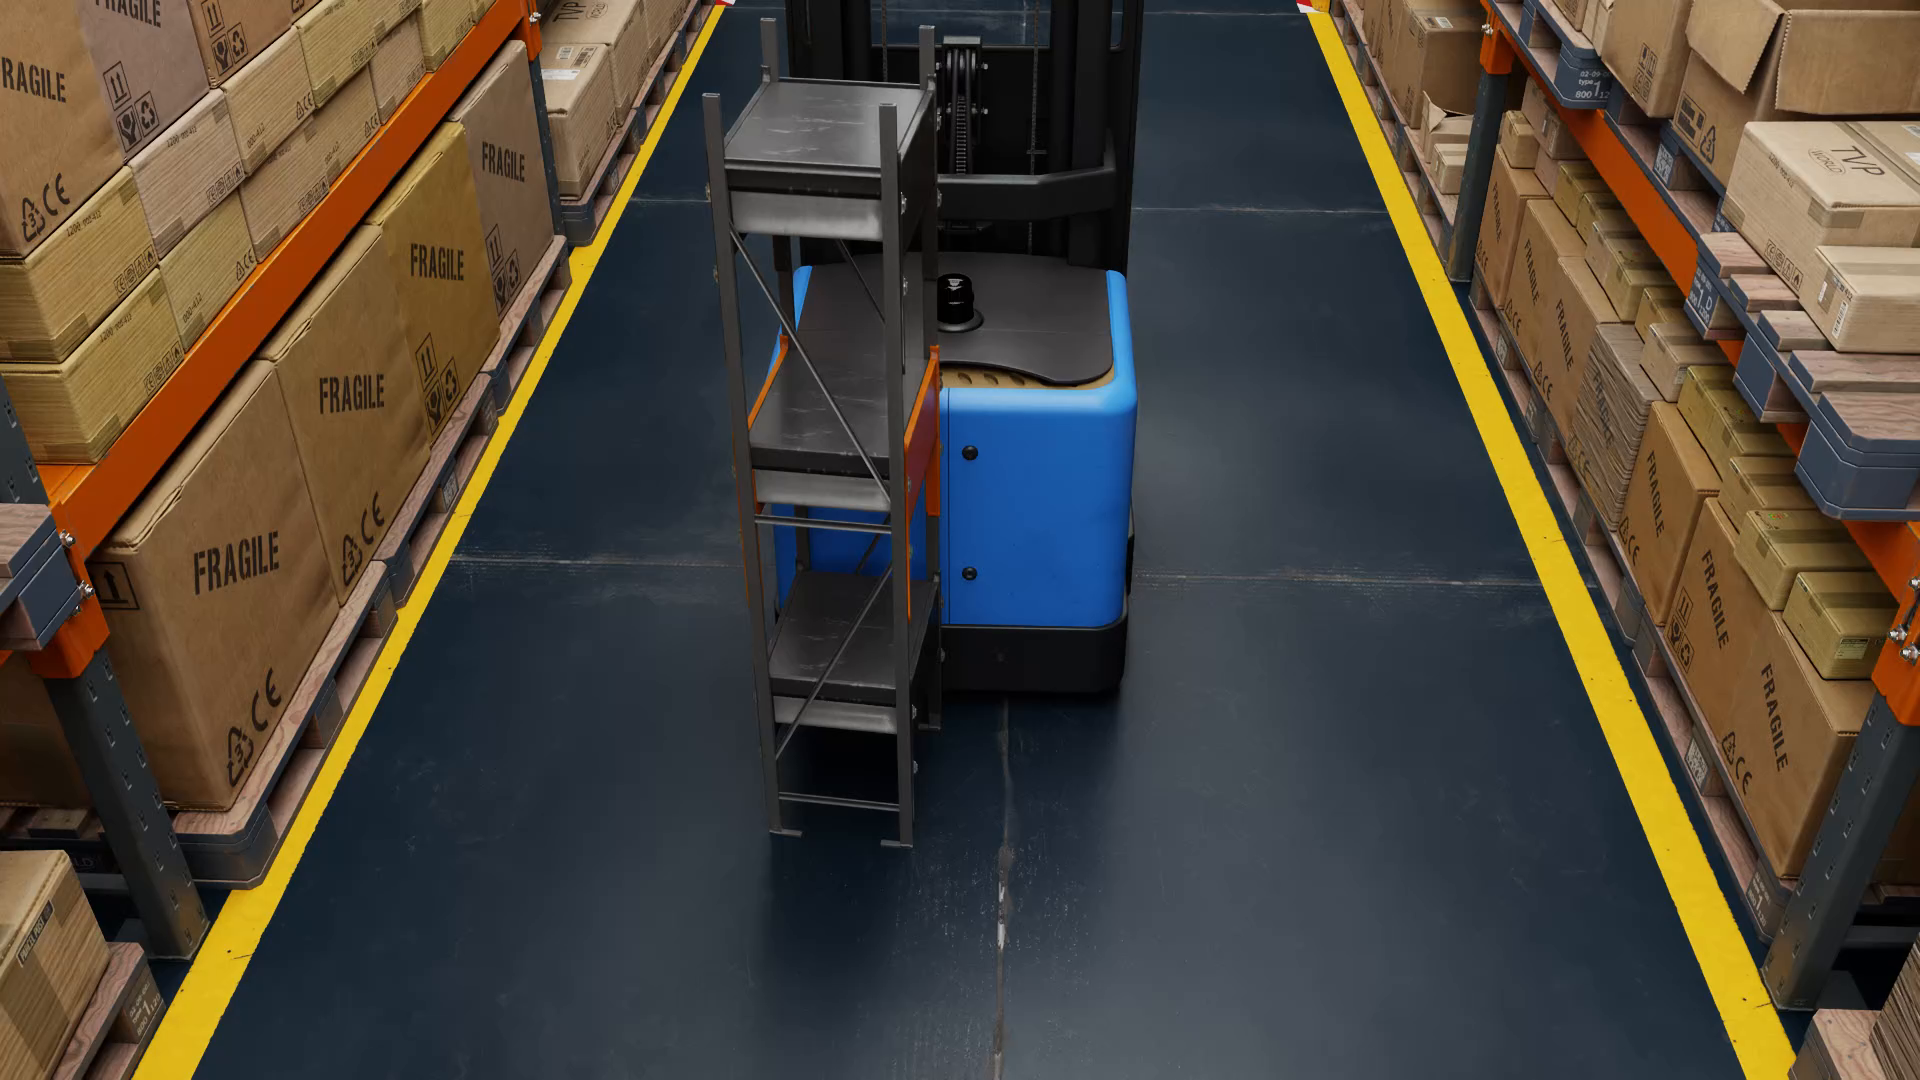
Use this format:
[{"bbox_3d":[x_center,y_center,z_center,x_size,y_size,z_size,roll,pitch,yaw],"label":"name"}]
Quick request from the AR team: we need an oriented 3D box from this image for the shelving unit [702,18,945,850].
[{"bbox_3d":[-0.291,-0.172,4.169,0.431,2.100,0.503,5,35,7],"label":"shelving unit"}]

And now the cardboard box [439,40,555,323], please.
[{"bbox_3d":[-2.232,-1.443,6.677,0.875,0.875,0.875,2,35,3],"label":"cardboard box"}]

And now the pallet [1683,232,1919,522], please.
[{"bbox_3d":[2.469,-0.401,3.878,1.213,0.211,1.003,1,35,2],"label":"pallet"}]

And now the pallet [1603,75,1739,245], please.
[{"bbox_3d":[2.585,-1.127,4.912,1.003,0.211,1.213,1,35,2],"label":"pallet"}]

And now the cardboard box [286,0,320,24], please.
[{"bbox_3d":[-2.114,-1.800,4.746,0.500,0.500,0.500,2,35,3],"label":"cardboard box"}]

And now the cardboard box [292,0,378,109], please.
[{"bbox_3d":[-2.093,-1.503,4.976,0.500,0.250,0.500,2,35,3],"label":"cardboard box"}]

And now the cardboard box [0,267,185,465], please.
[{"bbox_3d":[-2.177,-0.414,3.861,0.500,0.250,0.500,1,35,1],"label":"cardboard box"}]

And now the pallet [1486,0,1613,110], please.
[{"bbox_3d":[2.531,-1.851,5.942,1.003,0.211,1.213,1,35,2],"label":"pallet"}]

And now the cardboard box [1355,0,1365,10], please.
[{"bbox_3d":[2.714,-3.485,9.907,0.797,0.503,0.637,0,35,0],"label":"cardboard box"}]

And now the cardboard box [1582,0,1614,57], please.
[{"bbox_3d":[2.233,-1.714,5.331,0.396,0.266,0.258,3,35,4],"label":"cardboard box"}]

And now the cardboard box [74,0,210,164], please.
[{"bbox_3d":[-2.174,-1.213,3.911,0.500,0.500,0.500,1,35,2],"label":"cardboard box"}]

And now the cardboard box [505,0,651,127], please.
[{"bbox_3d":[-2.119,-2.495,8.554,0.875,0.438,0.875,0,35,0],"label":"cardboard box"}]

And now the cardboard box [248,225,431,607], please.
[{"bbox_3d":[-2.297,-0.410,5.208,0.875,0.875,0.875,2,35,2],"label":"cardboard box"}]

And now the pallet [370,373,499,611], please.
[{"bbox_3d":[-2.289,-0.210,5.865,1.003,0.211,1.213,1,35,2],"label":"pallet"}]

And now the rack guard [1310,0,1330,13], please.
[{"bbox_3d":[2.830,-3.618,10.463,1.175,0.500,0.348,1,35,2],"label":"rack guard"}]

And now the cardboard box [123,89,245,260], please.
[{"bbox_3d":[-2.159,-0.926,4.155,0.500,0.250,0.500,2,35,3],"label":"cardboard box"}]

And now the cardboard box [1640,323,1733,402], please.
[{"bbox_3d":[2.360,-0.553,5.173,0.380,0.149,0.250,0,35,0],"label":"cardboard box"}]

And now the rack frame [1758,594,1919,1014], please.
[{"bbox_3d":[2.512,-0.088,3.266,1.000,3.000,0.127,1,35,2],"label":"rack frame"}]

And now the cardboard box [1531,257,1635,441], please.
[{"bbox_3d":[2.392,-0.670,5.903,0.500,0.500,0.500,0,35,0],"label":"cardboard box"}]

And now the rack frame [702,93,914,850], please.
[{"bbox_3d":[-0.326,-0.033,3.971,0.400,2.100,0.015,5,35,7],"label":"rack frame"}]

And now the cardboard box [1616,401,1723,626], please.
[{"bbox_3d":[2.363,-0.073,5.054,0.500,0.500,0.500,3,35,4],"label":"cardboard box"}]

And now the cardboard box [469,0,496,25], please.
[{"bbox_3d":[-2.053,-2.174,6.365,0.500,0.250,0.500,1,35,1],"label":"cardboard box"}]

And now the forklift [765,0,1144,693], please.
[{"bbox_3d":[0.022,-1.561,5.422,1.130,2.935,3.031,1,35,2],"label":"forklift"}]

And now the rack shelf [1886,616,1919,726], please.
[{"bbox_3d":[2.432,1.355,1.838,1.077,0.370,4.000,1,35,2],"label":"rack shelf"}]

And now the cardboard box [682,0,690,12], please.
[{"bbox_3d":[-2.053,-3.539,10.040,0.875,0.438,0.875,0,35,0],"label":"cardboard box"}]

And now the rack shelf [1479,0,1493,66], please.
[{"bbox_3d":[2.753,-3.241,8.378,1.077,0.370,4.000,1,35,2],"label":"rack shelf"}]

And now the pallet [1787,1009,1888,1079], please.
[{"bbox_3d":[2.440,1.525,3.397,1.003,0.211,1.213,1,35,2],"label":"pallet"}]

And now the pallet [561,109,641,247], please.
[{"bbox_3d":[-2.179,-1.793,8.117,1.003,0.211,1.213,1,35,2],"label":"pallet"}]

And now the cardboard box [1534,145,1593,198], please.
[{"bbox_3d":[2.458,-1.440,6.435,0.380,0.149,0.250,0,35,1],"label":"cardboard box"}]

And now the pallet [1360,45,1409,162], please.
[{"bbox_3d":[2.747,-2.342,8.900,1.003,0.211,1.213,1,35,2],"label":"pallet"}]

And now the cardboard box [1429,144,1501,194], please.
[{"bbox_3d":[2.402,-1.718,7.701,0.380,0.149,0.250,0,35,0],"label":"cardboard box"}]

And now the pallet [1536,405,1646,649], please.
[{"bbox_3d":[2.631,-0.074,5.672,1.003,0.211,1.213,1,35,2],"label":"pallet"}]

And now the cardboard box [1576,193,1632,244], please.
[{"bbox_3d":[2.462,-1.134,6.000,0.380,0.149,0.250,1,35,1],"label":"cardboard box"}]

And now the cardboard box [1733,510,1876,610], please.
[{"bbox_3d":[2.259,0.050,4.314,0.380,0.149,0.250,0,35,-1],"label":"cardboard box"}]

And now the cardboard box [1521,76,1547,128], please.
[{"bbox_3d":[2.453,-1.721,6.576,0.380,0.149,0.250,1,35,1],"label":"cardboard box"}]

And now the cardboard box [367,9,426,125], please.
[{"bbox_3d":[-2.114,-1.592,5.537,0.500,0.250,0.500,0,35,1],"label":"cardboard box"}]

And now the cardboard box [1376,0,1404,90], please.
[{"bbox_3d":[2.520,-2.692,8.781,0.500,0.500,0.500,2,35,3],"label":"cardboard box"}]

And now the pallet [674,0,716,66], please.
[{"bbox_3d":[-2.081,-3.195,10.112,1.003,0.211,1.213,1,35,2],"label":"pallet"}]

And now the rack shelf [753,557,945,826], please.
[{"bbox_3d":[-0.291,0.412,4.579,0.431,0.518,0.480,5,35,7],"label":"rack shelf"}]

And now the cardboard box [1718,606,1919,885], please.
[{"bbox_3d":[2.314,0.515,4.217,0.500,0.500,0.500,2,35,3],"label":"cardboard box"}]

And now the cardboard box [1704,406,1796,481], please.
[{"bbox_3d":[2.369,-0.251,4.742,0.380,0.149,0.250,2,35,3],"label":"cardboard box"}]

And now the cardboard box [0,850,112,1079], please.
[{"bbox_3d":[-2.481,1.027,3.600,0.950,0.372,0.625,-1,35,-1],"label":"cardboard box"}]

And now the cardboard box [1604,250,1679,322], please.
[{"bbox_3d":[2.402,-0.849,5.594,0.380,0.149,0.250,3,35,4],"label":"cardboard box"}]

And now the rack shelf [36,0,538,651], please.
[{"bbox_3d":[-2.368,-1.055,5.268,1.077,0.370,4.000,1,35,2],"label":"rack shelf"}]

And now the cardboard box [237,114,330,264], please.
[{"bbox_3d":[-2.147,-1.011,4.711,0.500,0.250,0.500,2,35,3],"label":"cardboard box"}]

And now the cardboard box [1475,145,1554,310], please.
[{"bbox_3d":[2.428,-1.263,6.746,0.500,0.500,0.500,3,35,4],"label":"cardboard box"}]

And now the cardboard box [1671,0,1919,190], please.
[{"bbox_3d":[2.393,-1.244,4.457,0.797,0.503,0.637,1,35,1],"label":"cardboard box"}]

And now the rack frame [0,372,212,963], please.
[{"bbox_3d":[-2.448,-0.200,3.427,1.000,3.000,0.127,1,35,2],"label":"rack frame"}]

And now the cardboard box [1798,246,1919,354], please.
[{"bbox_3d":[2.155,-0.543,3.768,0.380,0.149,0.250,2,35,3],"label":"cardboard box"}]
